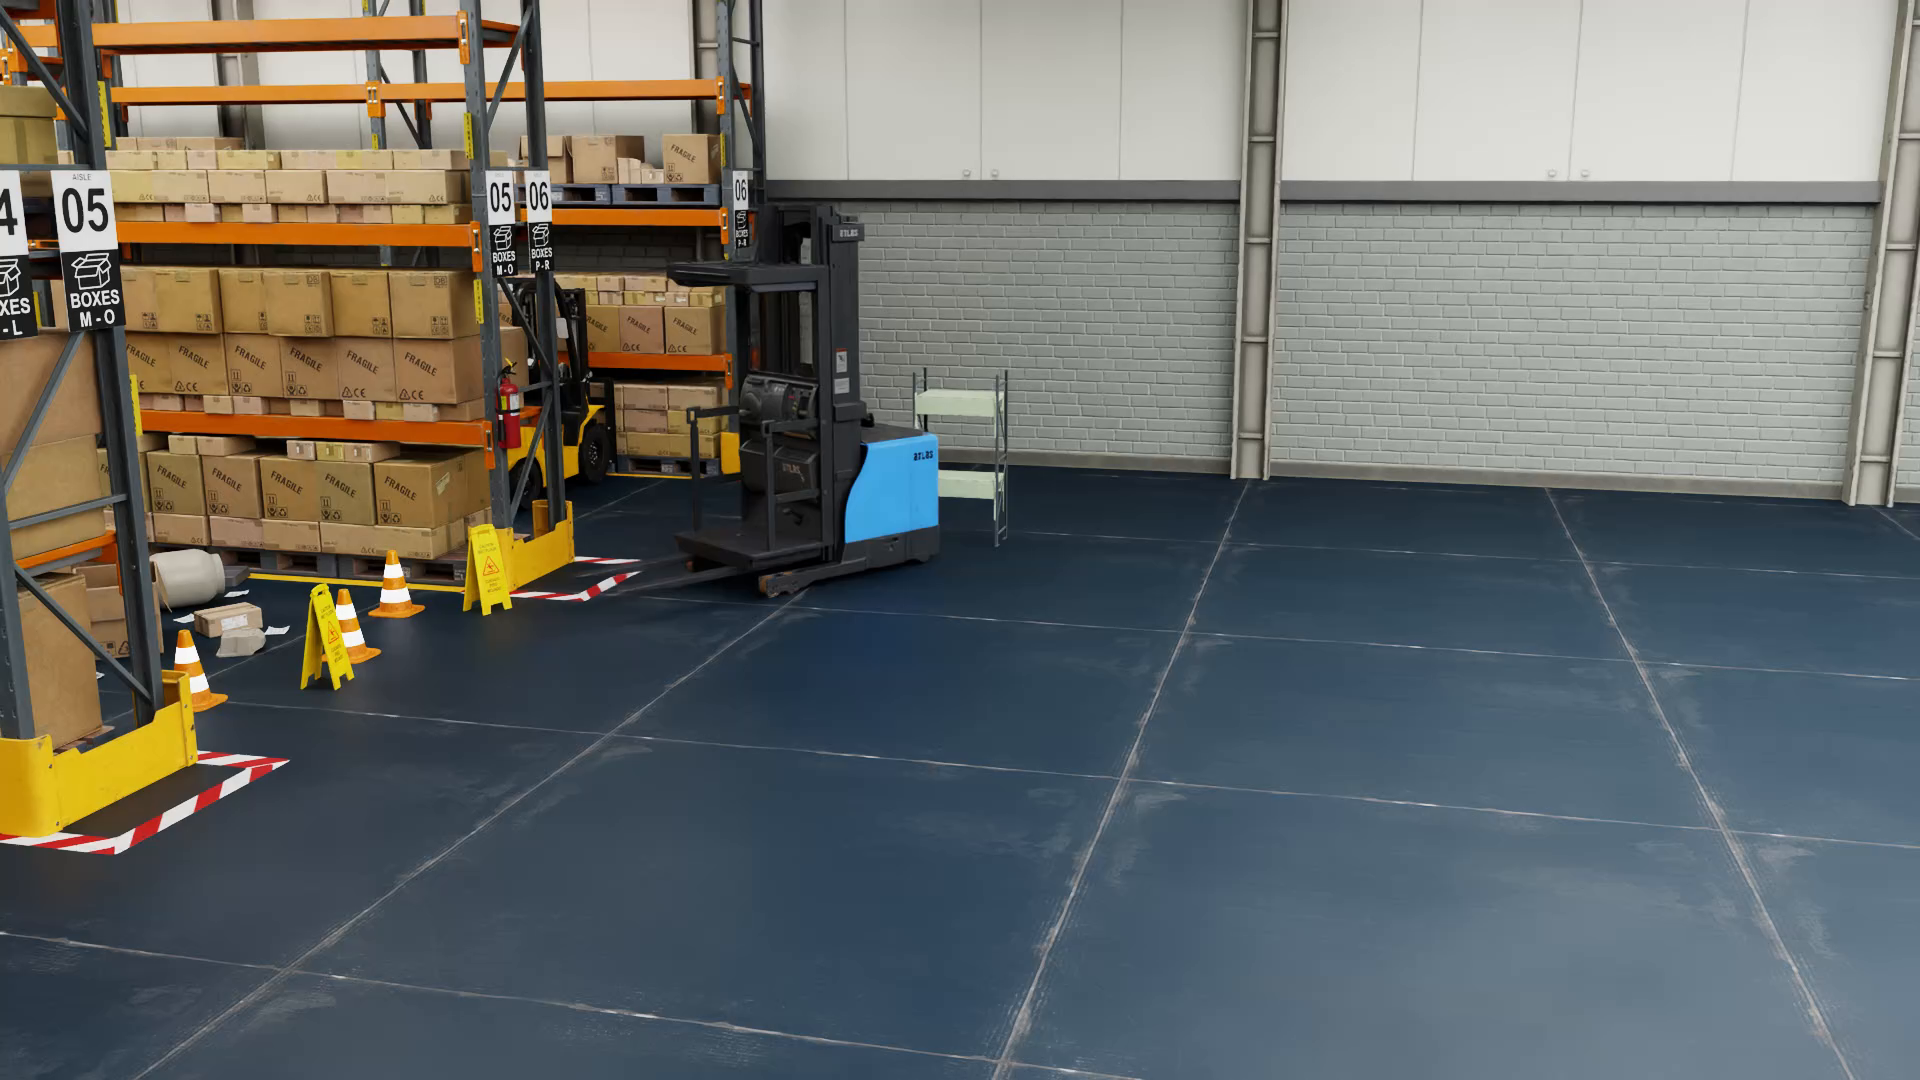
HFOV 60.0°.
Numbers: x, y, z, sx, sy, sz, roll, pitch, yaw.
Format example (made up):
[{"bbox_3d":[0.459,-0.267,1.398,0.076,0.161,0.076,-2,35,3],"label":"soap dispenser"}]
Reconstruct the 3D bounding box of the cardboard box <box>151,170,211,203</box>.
[{"bbox_3d":[-5.986,-2.791,13.121,0.500,0.250,0.500,3,13,14],"label":"cardboard box"}]

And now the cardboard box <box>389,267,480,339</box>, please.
[{"bbox_3d":[-3.998,-1.843,12.891,0.500,0.500,0.700,3,13,12],"label":"cardboard box"}]

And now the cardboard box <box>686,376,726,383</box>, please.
[{"bbox_3d":[-2.686,-1.640,18.271,0.500,0.250,0.500,3,13,13],"label":"cardboard box"}]

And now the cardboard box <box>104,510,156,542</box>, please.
[{"bbox_3d":[-6.825,-0.163,13.924,0.500,0.250,0.500,2,13,11],"label":"cardboard box"}]

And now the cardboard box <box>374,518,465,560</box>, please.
[{"bbox_3d":[-4.323,-0.030,13.322,0.500,0.250,0.500,3,13,13],"label":"cardboard box"}]

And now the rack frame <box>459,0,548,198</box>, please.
[{"bbox_3d":[-3.450,-4.109,12.480,0.127,3.000,1.000,3,13,14],"label":"rack frame"}]

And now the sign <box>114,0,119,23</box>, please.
[{"bbox_3d":[-9.902,-6.219,19.466,0.005,0.325,0.100,3,13,14],"label":"sign"}]

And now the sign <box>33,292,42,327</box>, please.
[{"bbox_3d":[-7.463,-1.837,13.413,0.005,0.325,0.100,3,13,14],"label":"sign"}]

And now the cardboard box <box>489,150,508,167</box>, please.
[{"bbox_3d":[-3.746,-2.973,13.022,0.250,0.149,0.380,3,13,13],"label":"cardboard box"}]

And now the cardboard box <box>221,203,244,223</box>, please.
[{"bbox_3d":[-5.590,-2.582,13.100,0.250,0.149,0.380,3,13,14],"label":"cardboard box"}]

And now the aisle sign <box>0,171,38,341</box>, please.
[{"bbox_3d":[-4.541,-1.337,7.832,0.004,0.787,0.394,3,13,14],"label":"aisle sign"}]

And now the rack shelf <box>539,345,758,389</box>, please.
[{"bbox_3d":[-4.206,-1.977,18.381,4.000,0.370,1.077,3,13,14],"label":"rack shelf"}]

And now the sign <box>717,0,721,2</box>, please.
[{"bbox_3d":[-2.408,-5.535,16.565,0.005,0.325,0.100,3,13,14],"label":"sign"}]

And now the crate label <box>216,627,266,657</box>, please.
[{"bbox_3d":[-4.891,0.689,11.311,0.298,0.136,0.250,-4,13,-16],"label":"crate label"}]

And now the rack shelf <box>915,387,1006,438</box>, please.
[{"bbox_3d":[0.006,-1.113,14.485,0.720,0.370,0.431,3,13,14],"label":"rack shelf"}]

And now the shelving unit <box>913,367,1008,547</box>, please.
[{"bbox_3d":[0.006,-0.732,14.570,0.755,1.500,0.431,3,13,14],"label":"shelving unit"}]

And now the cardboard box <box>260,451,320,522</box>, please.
[{"bbox_3d":[-5.286,-0.450,13.485,0.500,0.500,0.500,3,13,12],"label":"cardboard box"}]

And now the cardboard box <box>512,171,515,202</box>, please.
[{"bbox_3d":[-3.874,-2.799,13.159,0.500,0.250,0.500,3,13,13],"label":"cardboard box"}]

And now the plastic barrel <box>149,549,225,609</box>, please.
[{"bbox_3d":[-5.818,0.288,12.457,0.512,0.421,0.421,-9,15,-35],"label":"plastic barrel"}]

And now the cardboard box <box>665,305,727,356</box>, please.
[{"bbox_3d":[-2.805,-2.244,17.691,0.500,0.500,0.500,3,13,12],"label":"cardboard box"}]

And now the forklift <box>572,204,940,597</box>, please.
[{"bbox_3d":[-1.588,-1.118,13.005,3.031,2.935,1.130,-11,17,-42],"label":"forklift"}]

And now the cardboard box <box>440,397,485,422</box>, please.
[{"bbox_3d":[-3.864,-1.032,13.042,0.250,0.149,0.380,4,13,15],"label":"cardboard box"}]

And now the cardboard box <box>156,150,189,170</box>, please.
[{"bbox_3d":[-6.091,-2.990,13.098,0.250,0.149,0.380,3,13,12],"label":"cardboard box"}]

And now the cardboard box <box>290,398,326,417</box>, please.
[{"bbox_3d":[-5.123,-1.084,13.275,0.250,0.149,0.380,3,13,13],"label":"cardboard box"}]

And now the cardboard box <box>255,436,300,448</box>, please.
[{"bbox_3d":[-5.705,-0.590,14.117,0.500,0.500,0.500,4,13,17],"label":"cardboard box"}]

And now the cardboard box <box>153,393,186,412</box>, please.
[{"bbox_3d":[-6.350,-1.152,13.581,0.250,0.149,0.380,3,13,15],"label":"cardboard box"}]

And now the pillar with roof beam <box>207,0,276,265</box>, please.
[{"bbox_3d":[-9.581,-4.785,15.526,0.400,9.000,9.100,3,13,14],"label":"pillar with roof beam"}]

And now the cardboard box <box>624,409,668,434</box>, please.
[{"bbox_3d":[-3.296,-1.319,17.979,0.500,0.250,0.500,3,13,13],"label":"cardboard box"}]

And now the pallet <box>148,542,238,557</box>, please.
[{"bbox_3d":[-6.673,0.001,14.244,1.213,0.211,1.003,3,13,14],"label":"pallet"}]

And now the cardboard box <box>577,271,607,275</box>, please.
[{"bbox_3d":[-4.034,-2.884,18.392,0.250,0.149,0.380,3,13,14],"label":"cardboard box"}]

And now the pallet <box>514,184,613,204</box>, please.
[{"bbox_3d":[-4.133,-3.751,17.994,1.213,0.211,1.003,3,13,14],"label":"pallet"}]

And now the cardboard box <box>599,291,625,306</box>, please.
[{"bbox_3d":[-3.669,-2.602,17.807,0.250,0.149,0.380,3,13,12],"label":"cardboard box"}]

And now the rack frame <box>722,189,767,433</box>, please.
[{"bbox_3d":[-2.264,-2.225,17.836,0.127,3.000,1.000,3,13,14],"label":"rack frame"}]

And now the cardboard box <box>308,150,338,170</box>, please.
[{"bbox_3d":[-4.812,-2.936,12.856,0.250,0.149,0.380,3,13,14],"label":"cardboard box"}]

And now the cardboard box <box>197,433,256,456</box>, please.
[{"bbox_3d":[-5.957,-0.788,13.508,0.250,0.149,0.380,4,13,17],"label":"cardboard box"}]

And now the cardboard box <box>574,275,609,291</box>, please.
[{"bbox_3d":[-3.926,-2.755,17.810,0.250,0.149,0.380,3,13,15],"label":"cardboard box"}]

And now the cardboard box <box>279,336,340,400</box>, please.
[{"bbox_3d":[-5.013,-1.399,13.195,0.500,0.500,0.500,3,13,13],"label":"cardboard box"}]

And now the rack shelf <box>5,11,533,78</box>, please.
[{"bbox_3d":[-5.392,-3.860,13.026,4.000,0.370,1.077,3,13,14],"label":"rack shelf"}]

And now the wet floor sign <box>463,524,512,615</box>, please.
[{"bbox_3d":[-3.522,0.204,12.326,0.232,0.644,0.267,8,15,33],"label":"wet floor sign"}]

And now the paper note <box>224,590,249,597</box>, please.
[{"bbox_3d":[-5.577,0.408,12.823,0.148,0.019,0.142,-1,13,-6],"label":"paper note"}]

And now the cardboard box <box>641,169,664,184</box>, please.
[{"bbox_3d":[-3.142,-3.799,17.388,0.250,0.149,0.380,3,13,12],"label":"cardboard box"}]

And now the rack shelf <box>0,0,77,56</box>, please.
[{"bbox_3d":[-6.480,-2.621,8.354,4.000,0.370,1.077,3,13,14],"label":"rack shelf"}]

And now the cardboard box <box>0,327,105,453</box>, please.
[{"bbox_3d":[-4.889,-0.762,8.405,0.550,0.550,0.875,3,13,14],"label":"cardboard box"}]

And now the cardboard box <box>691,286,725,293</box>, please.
[{"bbox_3d":[-2.663,-2.710,17.606,0.250,0.149,0.380,3,13,14],"label":"cardboard box"}]

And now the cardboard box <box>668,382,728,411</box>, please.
[{"bbox_3d":[-2.786,-1.534,17.792,0.500,0.250,0.500,4,13,15],"label":"cardboard box"}]

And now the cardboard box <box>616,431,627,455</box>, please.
[{"bbox_3d":[-3.760,-1.101,18.149,0.500,0.250,0.500,3,13,14],"label":"cardboard box"}]

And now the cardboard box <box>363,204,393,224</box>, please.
[{"bbox_3d":[-4.363,-2.509,12.772,0.250,0.149,0.380,3,13,15],"label":"cardboard box"}]

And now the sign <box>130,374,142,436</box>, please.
[{"bbox_3d":[-4.399,-0.712,8.837,0.005,0.325,0.100,3,13,14],"label":"sign"}]

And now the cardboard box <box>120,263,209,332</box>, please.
[{"bbox_3d":[-6.468,-1.971,13.466,0.500,0.500,0.700,3,13,14],"label":"cardboard box"}]
